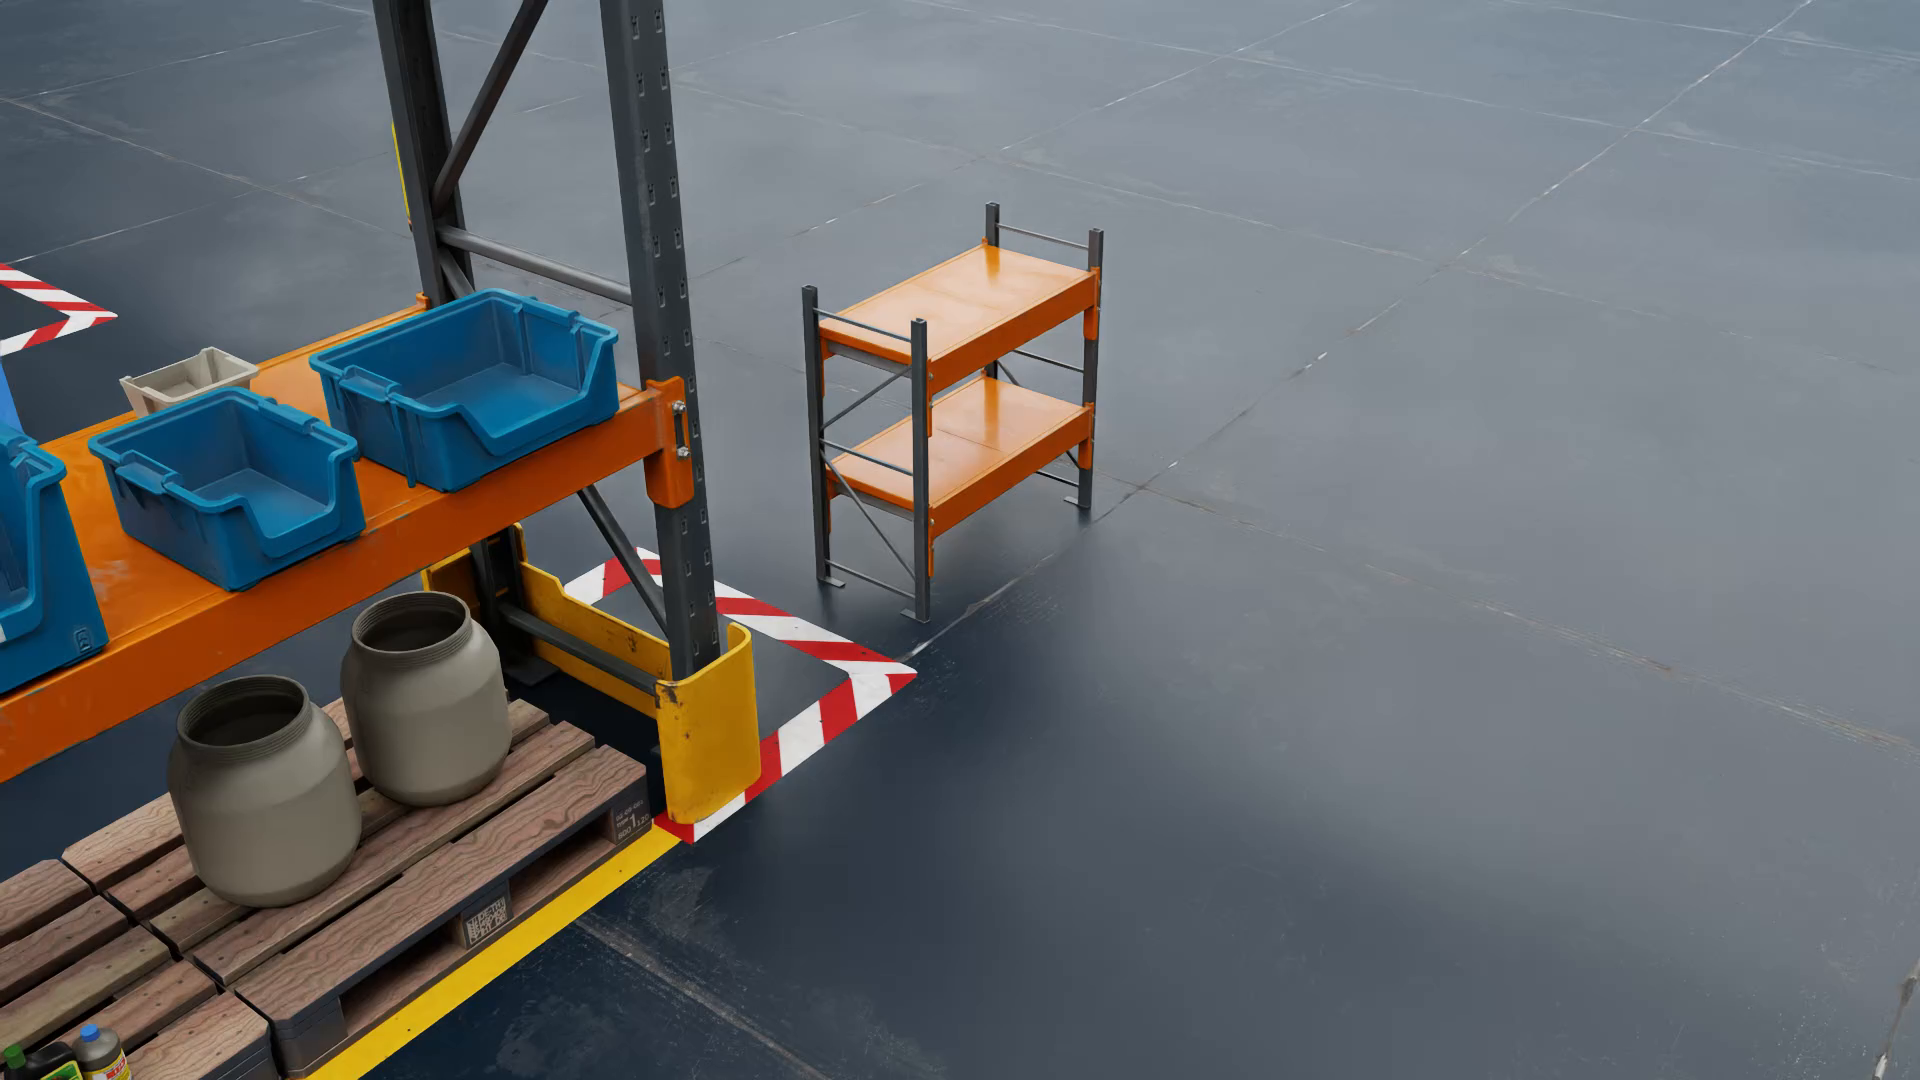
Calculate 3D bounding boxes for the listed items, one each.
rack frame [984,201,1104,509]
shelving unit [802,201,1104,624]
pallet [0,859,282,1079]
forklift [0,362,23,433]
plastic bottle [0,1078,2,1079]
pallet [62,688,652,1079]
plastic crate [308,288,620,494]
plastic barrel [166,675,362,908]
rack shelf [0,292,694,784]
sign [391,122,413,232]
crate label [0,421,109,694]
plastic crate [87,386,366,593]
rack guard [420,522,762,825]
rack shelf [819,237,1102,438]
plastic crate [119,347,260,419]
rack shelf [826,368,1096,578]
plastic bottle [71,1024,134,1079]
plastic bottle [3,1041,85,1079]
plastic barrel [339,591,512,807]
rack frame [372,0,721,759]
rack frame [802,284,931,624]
[{"bbox_3d":[0.303,-0.688,6.307,0.500,1.125,0.032,21,37,31],"label":"rack frame"},{"bbox_3d":[-0.004,-0.481,5.959,0.538,1.125,1.048,21,37,31],"label":"shelving unit"},{"bbox_3d":[-2.378,1.325,3.807,1.003,0.211,1.213,21,37,31],"label":"pallet"},{"bbox_3d":[-4.479,-0.673,4.511,3.031,2.935,1.130,-15,34,-23],"label":"forklift"},{"bbox_3d":[-2.072,1.216,3.496,0.152,0.276,0.135,21,37,32],"label":"plastic bottle"},{"bbox_3d":[-1.641,0.832,4.640,1.003,0.211,1.213,21,37,31],"label":"pallet"},{"bbox_3d":[-1.202,-0.382,4.099,0.499,0.251,0.616,21,37,31],"label":"plastic crate"},{"bbox_3d":[-1.777,0.642,4.252,0.421,0.512,0.421,0,31,0],"label":"plastic barrel"},{"bbox_3d":[-2.346,0.381,3.371,1.077,0.370,4.000,21,37,31],"label":"rack shelf"},{"bbox_3d":[-1.574,-1.032,4.778,0.100,0.325,0.005,21,37,31],"label":"sign"},{"bbox_3d":[-2.034,0.074,3.148,0.502,0.435,0.616,21,37,31],"label":"crate label"},{"bbox_3d":[-1.599,-0.120,3.657,0.499,0.251,0.408,21,37,31],"label":"plastic crate"},{"bbox_3d":[-1.147,0.379,5.120,1.175,0.500,0.348,21,37,31],"label":"rack guard"},{"bbox_3d":[-0.004,-0.733,5.809,0.538,0.278,1.000,21,37,31],"label":"rack shelf"},{"bbox_3d":[-1.935,-0.364,4.180,0.298,0.136,0.250,21,37,31],"label":"plastic crate"},{"bbox_3d":[-0.004,-0.271,6.083,0.538,0.278,1.000,21,37,31],"label":"rack shelf"},{"bbox_3d":[-1.898,1.154,3.674,0.097,0.201,0.097,0,31,0],"label":"plastic bottle"},{"bbox_3d":[-1.954,1.172,3.563,0.061,0.283,0.133,22,37,32],"label":"plastic bottle"},{"bbox_3d":[-1.475,0.439,4.596,0.421,0.512,0.421,0,31,0],"label":"plastic barrel"},{"bbox_3d":[-1.138,-0.742,4.560,1.000,3.000,0.127,21,37,31],"label":"rack frame"},{"bbox_3d":[-0.311,-0.275,5.610,0.500,1.125,0.032,21,37,31],"label":"rack frame"}]
